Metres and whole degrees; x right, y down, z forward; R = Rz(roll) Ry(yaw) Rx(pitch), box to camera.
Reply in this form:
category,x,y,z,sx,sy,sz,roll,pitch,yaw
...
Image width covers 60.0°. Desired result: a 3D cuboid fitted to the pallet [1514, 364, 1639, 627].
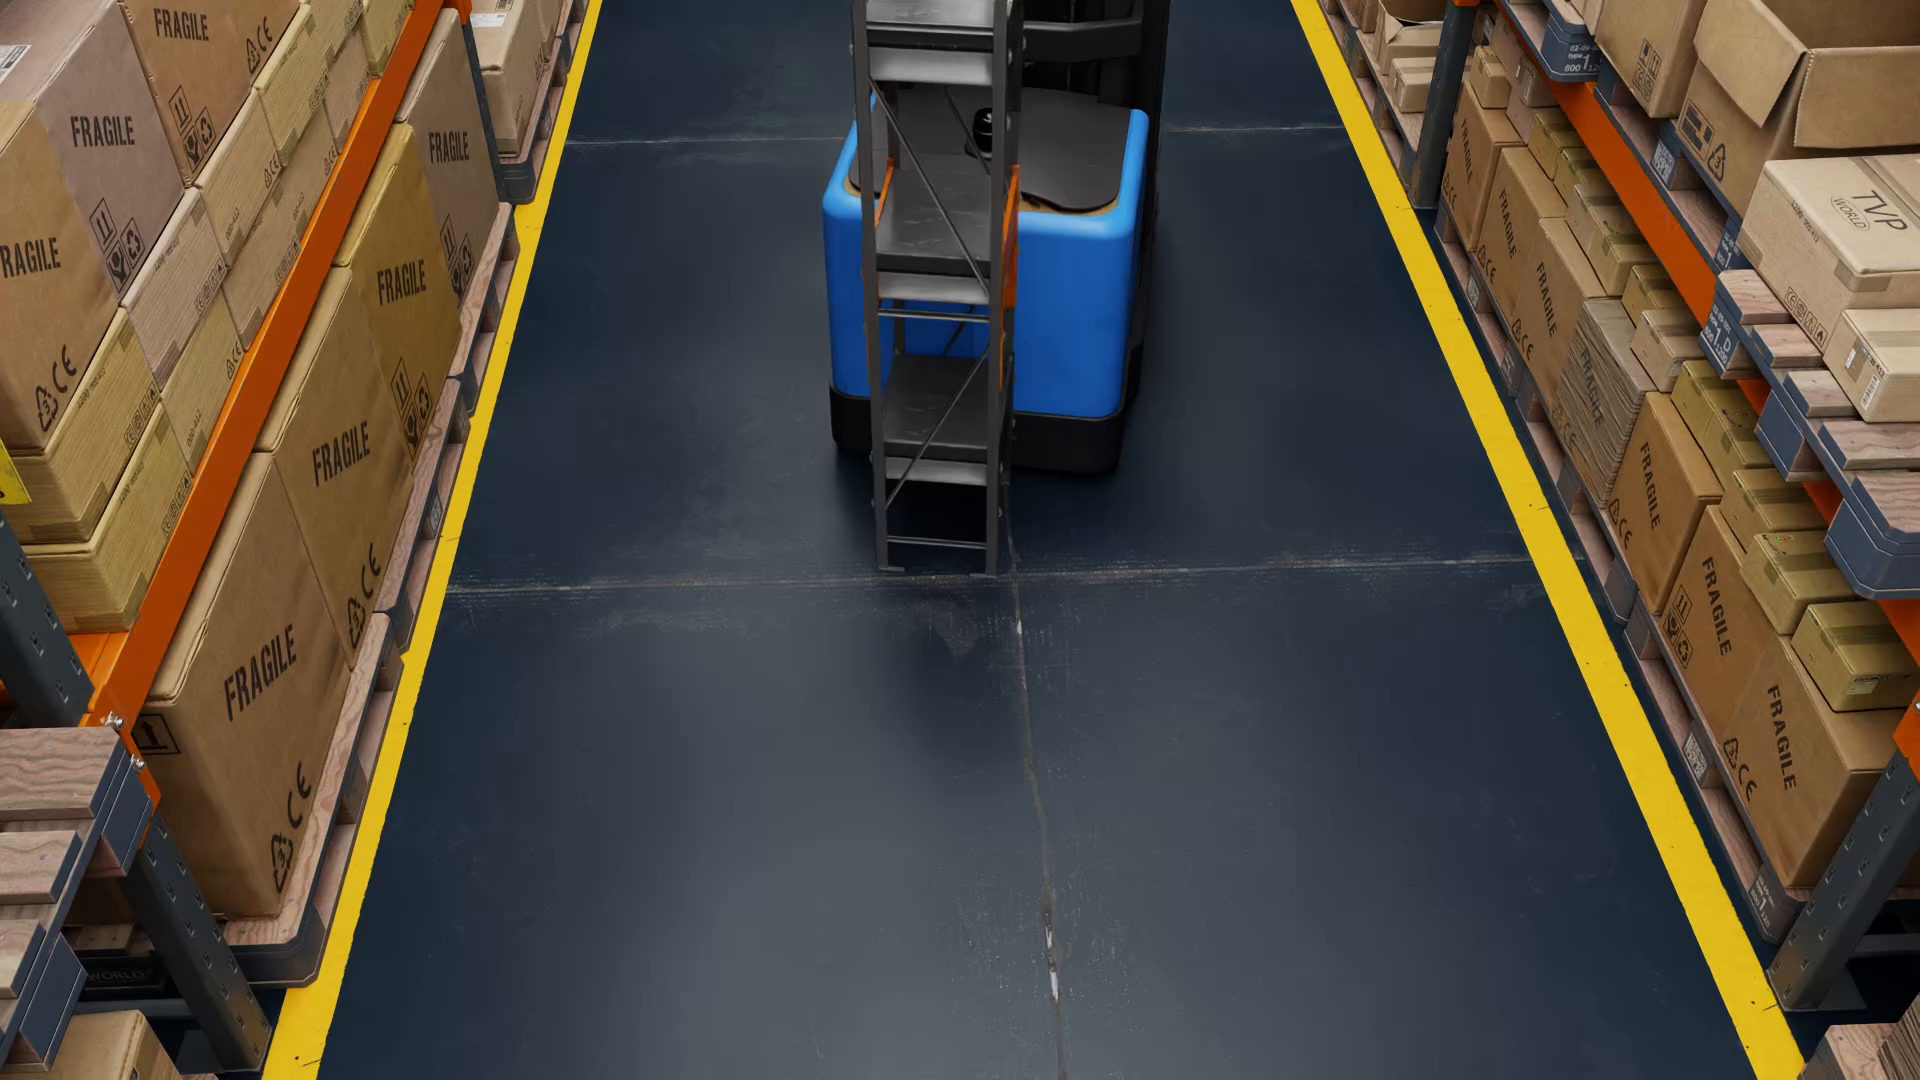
category,x,y,z,sx,sy,sz,roll,pitch,yaw
pallet,2.624,-0.210,5.823,1.003,0.211,1.213,-2,43,-2

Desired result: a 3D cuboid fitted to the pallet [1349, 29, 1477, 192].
category,x,y,z,sx,sy,sz,roll,pitch,yaw
pallet,2.469,-2.048,7.828,1.003,0.211,1.213,-2,43,-2

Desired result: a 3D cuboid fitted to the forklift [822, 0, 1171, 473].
category,x,y,z,sx,sy,sz,roll,pitch,yaw
forklift,0.262,-2.318,6.110,1.130,2.935,3.031,6,43,6

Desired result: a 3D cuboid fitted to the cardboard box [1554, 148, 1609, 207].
category,x,y,z,sx,sy,sz,roll,pitch,yaw
cardboard box,2.383,-1.292,5.999,0.380,0.149,0.250,-2,43,-3

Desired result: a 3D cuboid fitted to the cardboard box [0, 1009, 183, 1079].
category,x,y,z,sx,sy,sz,roll,pitch,yaw
cardboard box,-2.278,1.429,3.605,0.950,0.372,0.625,-4,43,-5

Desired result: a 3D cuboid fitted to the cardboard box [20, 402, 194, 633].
category,x,y,z,sx,sy,sz,roll,pitch,yaw
cardboard box,-2.062,-0.049,3.695,0.500,0.250,0.500,-2,43,-3

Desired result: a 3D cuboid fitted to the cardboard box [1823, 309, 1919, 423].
category,x,y,z,sx,sy,sz,roll,pitch,yaw
cardboard box,2.256,-0.406,3.849,0.380,0.149,0.250,-1,43,-1

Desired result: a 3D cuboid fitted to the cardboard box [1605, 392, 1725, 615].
category,x,y,z,sx,sy,sz,roll,pitch,yaw
cardboard box,2.399,-0.116,5.195,0.500,0.500,0.500,0,43,0

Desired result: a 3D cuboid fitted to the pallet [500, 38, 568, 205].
category,x,y,z,sx,sy,sz,roll,pitch,yaw
pallet,-2.416,-1.955,7.726,1.003,0.211,1.213,-2,43,-2

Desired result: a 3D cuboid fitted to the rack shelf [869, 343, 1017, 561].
category,x,y,z,sx,sy,sz,roll,pitch,yaw
rack shelf,-0.049,-0.297,5.576,0.431,0.518,0.480,5,43,5

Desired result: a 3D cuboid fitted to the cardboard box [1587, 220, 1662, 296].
category,x,y,z,sx,sy,sz,roll,pitch,yaw
cardboard box,2.365,-0.955,5.631,0.380,0.149,0.250,0,43,0

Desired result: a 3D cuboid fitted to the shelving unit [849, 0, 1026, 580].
category,x,y,z,sx,sy,sz,roll,pitch,yaw
shelving unit,-0.049,-0.823,5.094,0.431,2.100,0.503,5,43,5

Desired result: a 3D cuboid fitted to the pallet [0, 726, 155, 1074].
category,x,y,z,sx,sy,sz,roll,pitch,yaw
pallet,-2.155,0.782,2.819,1.213,0.211,1.003,-2,43,-2

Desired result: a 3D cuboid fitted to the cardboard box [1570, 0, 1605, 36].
category,x,y,z,sx,sy,sz,roll,pitch,yaw
cardboard box,2.173,-1.768,5.248,0.396,0.266,0.258,0,43,0

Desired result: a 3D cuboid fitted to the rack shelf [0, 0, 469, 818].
category,x,y,z,sx,sy,sz,roll,pitch,yaw
rack shelf,-2.377,-0.852,4.992,1.077,0.370,4.000,-2,43,-2

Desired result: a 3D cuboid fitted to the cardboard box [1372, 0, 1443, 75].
category,x,y,z,sx,sy,sz,roll,pitch,yaw
cardboard box,2.165,-2.368,7.826,0.396,0.266,0.258,0,43,0

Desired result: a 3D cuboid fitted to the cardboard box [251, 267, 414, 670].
category,x,y,z,sx,sy,sz,roll,pitch,yaw
cardboard box,-2.272,-0.209,5.020,0.875,0.875,0.875,-1,43,-1

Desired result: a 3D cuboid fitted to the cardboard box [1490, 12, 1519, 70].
category,x,y,z,sx,sy,sz,roll,pitch,yaw
cardboard box,2.307,-1.946,6.492,0.380,0.149,0.250,-2,43,-3

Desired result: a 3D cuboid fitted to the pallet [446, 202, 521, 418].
category,x,y,z,sx,sy,sz,roll,pitch,yaw
pallet,-2.354,-0.920,6.598,1.003,0.211,1.213,-2,43,-2

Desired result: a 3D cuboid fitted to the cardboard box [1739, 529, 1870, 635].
category,x,y,z,sx,sy,sz,roll,pitch,yaw
cardboard box,2.350,0.106,4.473,0.380,0.149,0.250,-4,43,-4

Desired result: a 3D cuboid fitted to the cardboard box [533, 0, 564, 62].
category,x,y,z,sx,sy,sz,roll,pitch,yaw
cardboard box,-2.420,-2.709,8.071,0.875,0.438,0.875,-3,43,-3

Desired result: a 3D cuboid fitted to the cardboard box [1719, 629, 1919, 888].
category,x,y,z,sx,sy,sz,roll,pitch,yaw
cardboard box,2.434,0.576,4.441,0.500,0.500,0.500,-1,43,-1

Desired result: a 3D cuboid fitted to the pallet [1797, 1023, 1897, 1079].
category,x,y,z,sx,sy,sz,roll,pitch,yaw
pallet,2.663,1.673,3.768,1.003,0.211,1.213,-2,43,-2

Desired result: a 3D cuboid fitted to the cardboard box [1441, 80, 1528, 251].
category,x,y,z,sx,sy,sz,roll,pitch,yaw
cardboard box,2.293,-1.512,6.719,0.500,0.500,0.500,0,43,0

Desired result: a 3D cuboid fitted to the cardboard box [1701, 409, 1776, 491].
category,x,y,z,sx,sy,sz,roll,pitch,yaw
cardboard box,2.417,-0.252,4.864,0.380,0.149,0.250,0,43,-1

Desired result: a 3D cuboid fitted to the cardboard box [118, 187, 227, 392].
category,x,y,z,sx,sy,sz,roll,pitch,yaw
cardboard box,-2.088,-0.594,3.919,0.500,0.250,0.500,-1,43,-1

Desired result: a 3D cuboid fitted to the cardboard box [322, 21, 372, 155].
category,x,y,z,sx,sy,sz,roll,pitch,yaw
cardboard box,-2.168,-1.431,5.202,0.500,0.250,0.500,-3,43,-3

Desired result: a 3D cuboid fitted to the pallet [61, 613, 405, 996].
category,x,y,z,sx,sy,sz,roll,pitch,yaw
pallet,-2.250,0.727,4.801,1.003,0.211,1.213,-2,43,-2

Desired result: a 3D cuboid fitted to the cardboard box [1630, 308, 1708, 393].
category,x,y,z,sx,sy,sz,roll,pitch,yaw
cardboard box,2.365,-0.606,5.251,0.380,0.149,0.250,-4,43,-4

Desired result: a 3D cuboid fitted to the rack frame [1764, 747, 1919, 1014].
category,x,y,z,sx,sy,sz,roll,pitch,yaw
rack frame,2.667,0.088,3.434,1.000,3.000,0.127,-2,43,-2

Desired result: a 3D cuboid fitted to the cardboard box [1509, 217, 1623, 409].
category,x,y,z,sx,sy,sz,roll,pitch,yaw
cardboard box,2.342,-0.816,5.960,0.500,0.500,0.500,-3,43,-3

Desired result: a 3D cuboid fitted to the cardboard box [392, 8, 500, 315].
category,x,y,z,sx,sy,sz,roll,pitch,yaw
cardboard box,-2.356,-1.422,6.344,0.875,0.875,0.875,0,43,0

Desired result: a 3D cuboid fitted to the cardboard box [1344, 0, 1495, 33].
category,x,y,z,sx,sy,sz,roll,pitch,yaw
cardboard box,2.300,-2.851,8.180,0.700,0.500,0.500,-3,43,-3

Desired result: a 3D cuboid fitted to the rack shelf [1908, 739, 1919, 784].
category,x,y,z,sx,sy,sz,roll,pitch,yaw
rack shelf,2.752,1.704,2.204,1.077,0.370,4.000,-2,43,-2

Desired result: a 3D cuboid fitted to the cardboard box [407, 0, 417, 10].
category,x,y,z,sx,sy,sz,roll,pitch,yaw
cardboard box,-2.191,-2.116,5.950,0.500,0.250,0.500,-3,43,-3

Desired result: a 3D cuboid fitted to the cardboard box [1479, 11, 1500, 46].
category,x,y,z,sx,sy,sz,roll,pitch,yaw
cardboard box,2.705,-2.228,7.640,0.500,0.311,0.500,0,43,0

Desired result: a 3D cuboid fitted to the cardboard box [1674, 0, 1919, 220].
category,x,y,z,sx,sy,sz,roll,pitch,yaw
cardboard box,2.413,-1.201,4.453,0.797,0.503,0.637,-3,43,-3

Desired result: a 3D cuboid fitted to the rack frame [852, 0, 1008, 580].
category,x,y,z,sx,sy,sz,roll,pitch,yaw
rack frame,-0.078,-0.659,4.915,0.400,2.100,0.015,5,43,5

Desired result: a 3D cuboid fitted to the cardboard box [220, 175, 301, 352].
category,x,y,z,sx,sy,sz,roll,pitch,yaw
cardboard box,-2.117,-0.750,4.459,0.500,0.250,0.500,0,43,0

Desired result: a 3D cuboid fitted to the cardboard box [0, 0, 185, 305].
category,x,y,z,sx,sy,sz,roll,pitch,yaw
cardboard box,-2.099,-0.847,3.640,0.500,0.500,0.500,-1,43,-2

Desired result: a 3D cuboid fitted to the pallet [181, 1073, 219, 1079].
category,x,y,z,sx,sy,sz,roll,pitch,yaw
pallet,-2.260,1.789,3.642,1.003,0.211,1.213,-2,43,-2

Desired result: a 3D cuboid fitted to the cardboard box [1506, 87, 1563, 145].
category,x,y,z,sx,sy,sz,roll,pitch,yaw
cardboard box,2.335,-1.650,6.389,0.380,0.149,0.250,-3,43,-3

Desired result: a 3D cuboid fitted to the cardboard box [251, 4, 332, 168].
category,x,y,z,sx,sy,sz,roll,pitch,yaw
cardboard box,-2.105,-1.273,4.660,0.500,0.250,0.500,-1,43,-1

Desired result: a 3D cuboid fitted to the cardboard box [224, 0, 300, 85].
category,x,y,z,sx,sy,sz,roll,pitch,yaw
cardboard box,-2.124,-1.537,4.393,0.500,0.500,0.500,-1,43,-1

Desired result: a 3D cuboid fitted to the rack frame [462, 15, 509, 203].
category,x,y,z,sx,sy,sz,roll,pitch,yaw
rack frame,-2.462,-2.467,6.222,1.000,3.000,0.127,-2,43,-2

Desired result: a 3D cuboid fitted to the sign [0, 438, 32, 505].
category,x,y,z,sx,sy,sz,roll,pitch,yaw
sign,-1.750,-0.186,2.935,0.100,0.325,0.005,-2,43,-2
